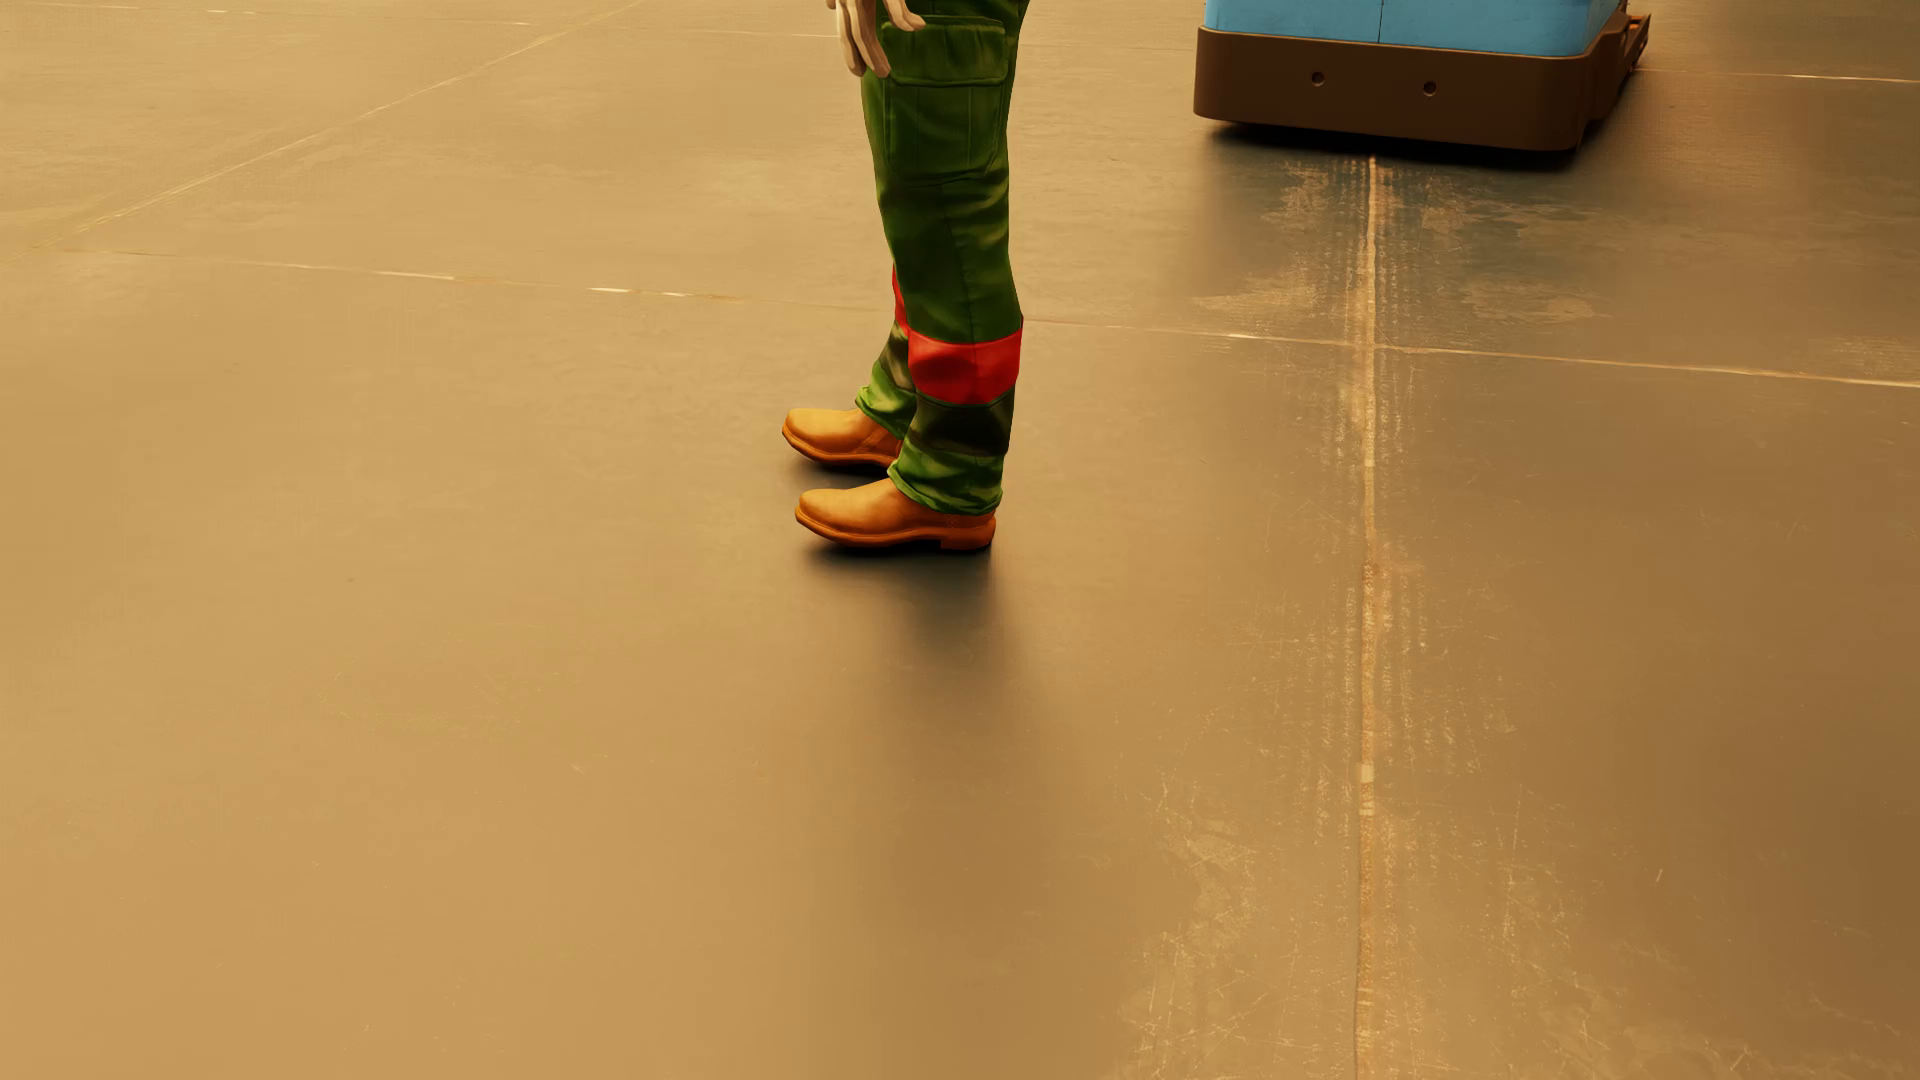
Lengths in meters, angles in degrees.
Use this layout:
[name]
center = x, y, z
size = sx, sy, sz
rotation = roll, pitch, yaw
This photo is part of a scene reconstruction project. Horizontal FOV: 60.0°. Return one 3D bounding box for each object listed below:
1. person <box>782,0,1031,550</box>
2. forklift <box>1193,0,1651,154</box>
[person]
center = -0.075, -0.817, 2.121
size = 0.564, 1.782, 0.637
rotation = 6, 27, 11
[forklift]
center = 1.754, -2.964, 5.121
size = 1.130, 2.935, 3.031
rotation = 12, 29, 22
